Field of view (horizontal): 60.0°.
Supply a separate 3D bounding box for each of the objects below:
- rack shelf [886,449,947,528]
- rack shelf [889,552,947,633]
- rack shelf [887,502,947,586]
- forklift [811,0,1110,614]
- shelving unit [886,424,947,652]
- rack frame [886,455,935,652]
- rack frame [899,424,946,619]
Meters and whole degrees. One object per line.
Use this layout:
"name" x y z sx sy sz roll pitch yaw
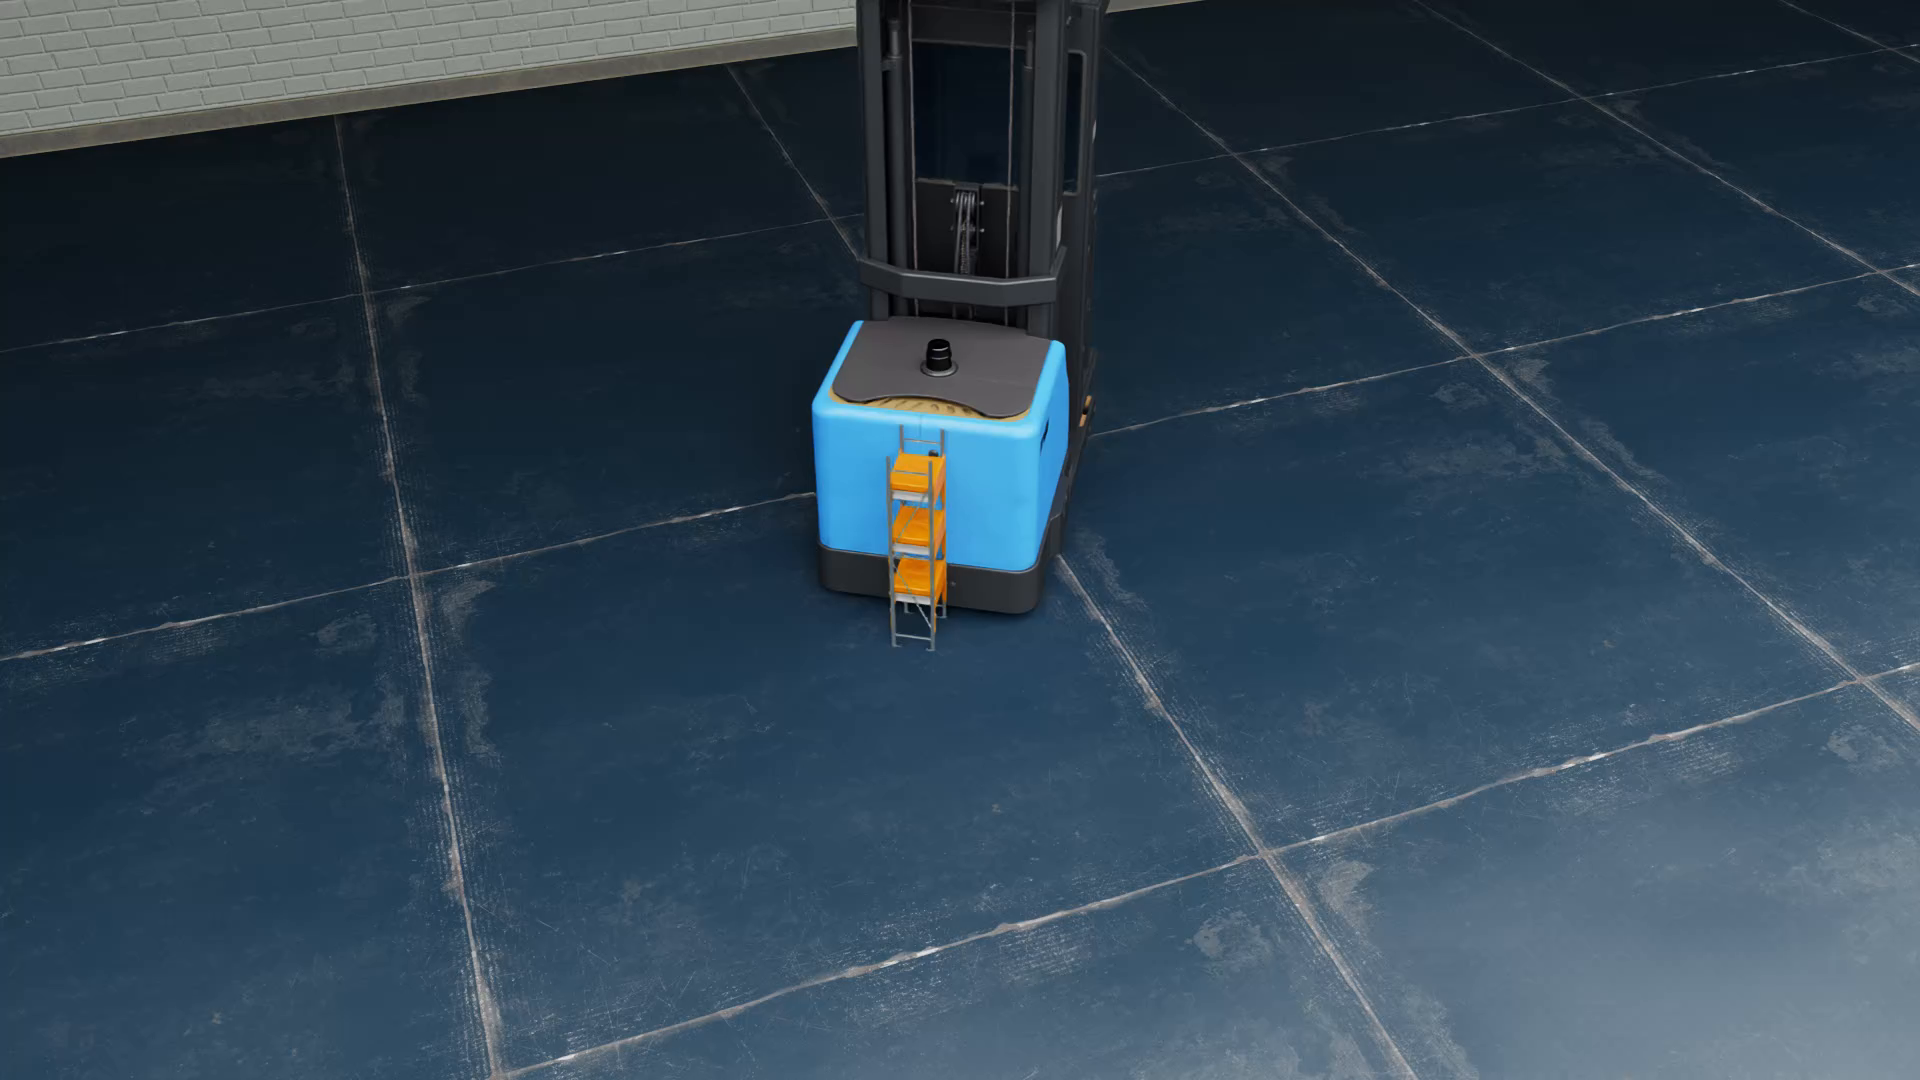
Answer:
"rack shelf" -0.188 -0.212 7.204 0.215 0.259 0.240 7 38 9
"rack shelf" -0.188 0.237 7.542 0.215 0.259 0.240 7 38 9
"rack shelf" -0.188 0.015 7.375 0.215 0.259 0.240 7 38 9
"forklift" 0.130 -1.716 8.092 1.130 2.935 3.031 7 38 9
"shelving unit" -0.188 0.007 7.369 0.215 1.050 0.252 7 38 9
"rack frame" -0.212 0.079 7.273 0.200 1.050 0.008 7 38 9
"rack frame" -0.163 -0.065 7.464 0.200 1.050 0.008 7 38 9
